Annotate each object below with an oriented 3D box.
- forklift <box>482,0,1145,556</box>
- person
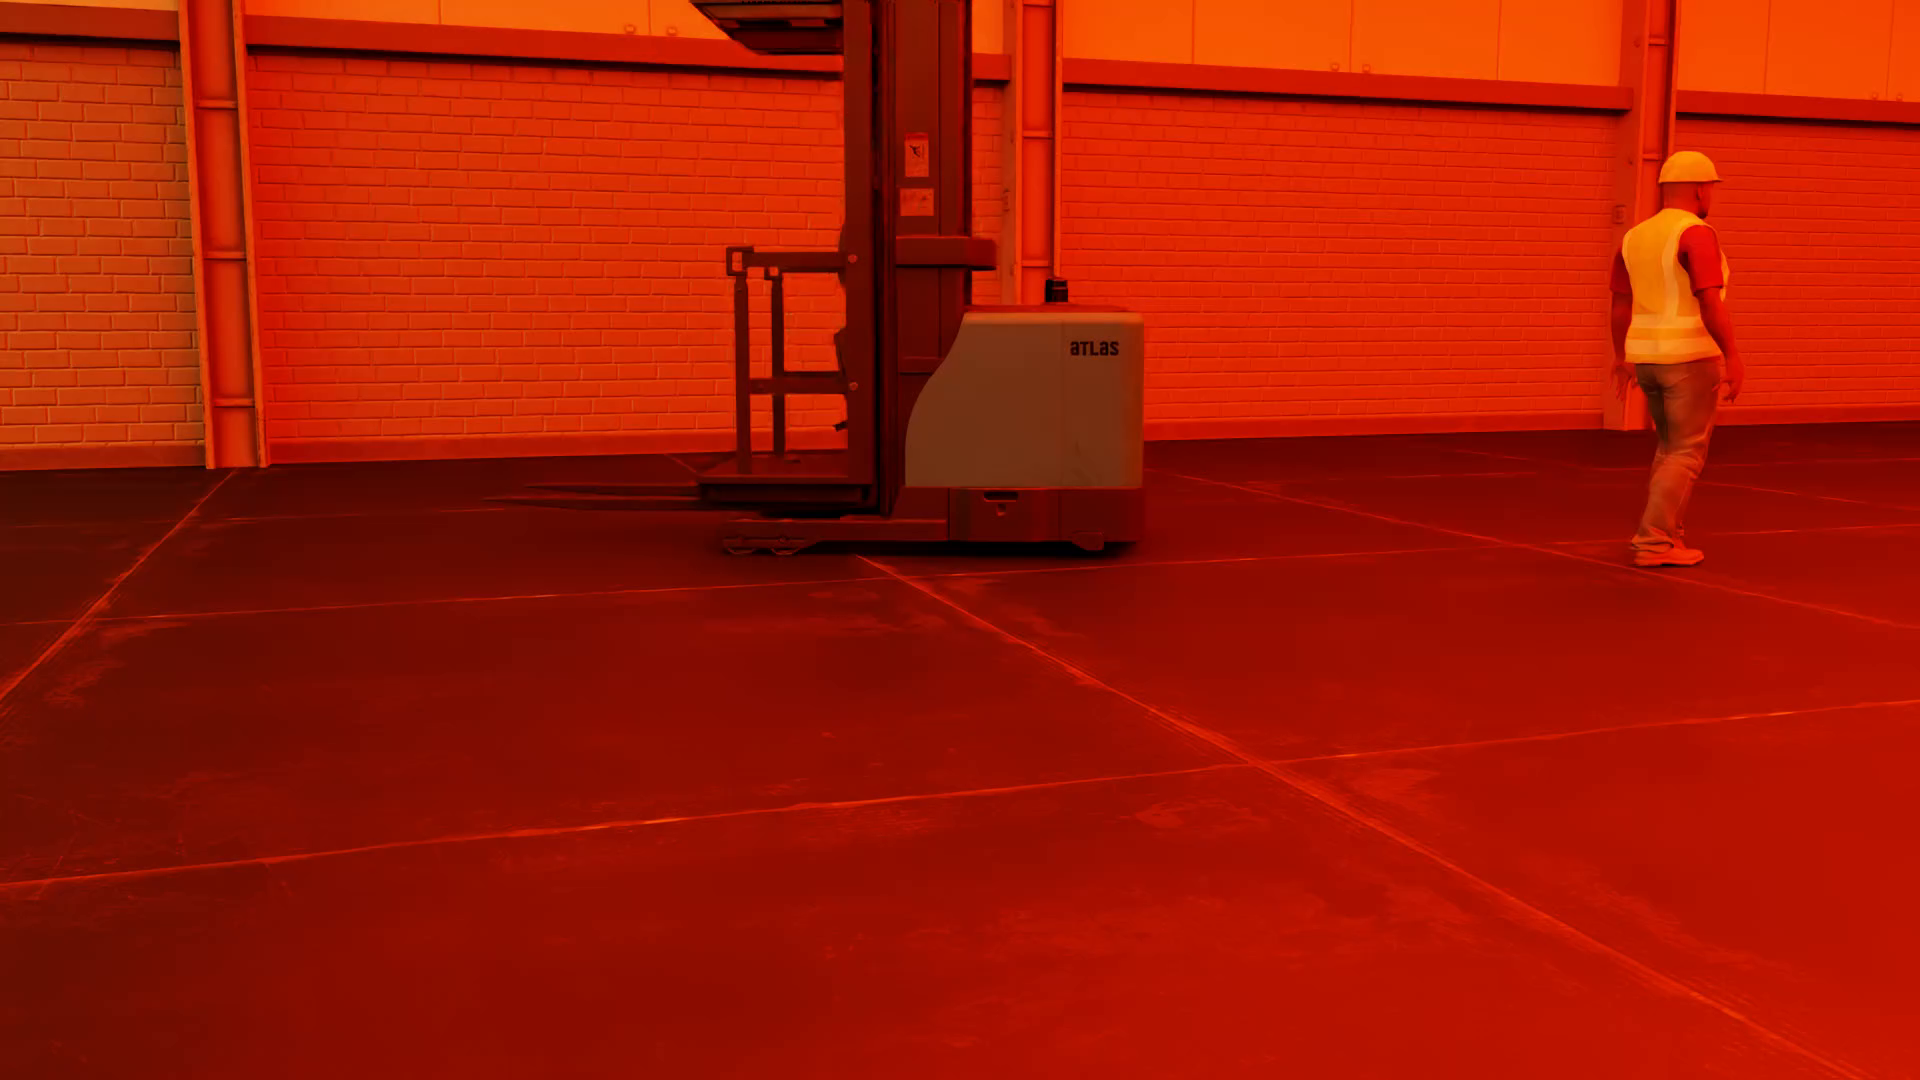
[{"bbox_3d":[-0.670,-1.452,7.724,3.031,2.935,1.130,0,8,3],"label":"forklift"},{"bbox_3d":[3.120,-0.744,7.125,0.552,1.802,0.663,-2,8,-12],"label":"person"}]
